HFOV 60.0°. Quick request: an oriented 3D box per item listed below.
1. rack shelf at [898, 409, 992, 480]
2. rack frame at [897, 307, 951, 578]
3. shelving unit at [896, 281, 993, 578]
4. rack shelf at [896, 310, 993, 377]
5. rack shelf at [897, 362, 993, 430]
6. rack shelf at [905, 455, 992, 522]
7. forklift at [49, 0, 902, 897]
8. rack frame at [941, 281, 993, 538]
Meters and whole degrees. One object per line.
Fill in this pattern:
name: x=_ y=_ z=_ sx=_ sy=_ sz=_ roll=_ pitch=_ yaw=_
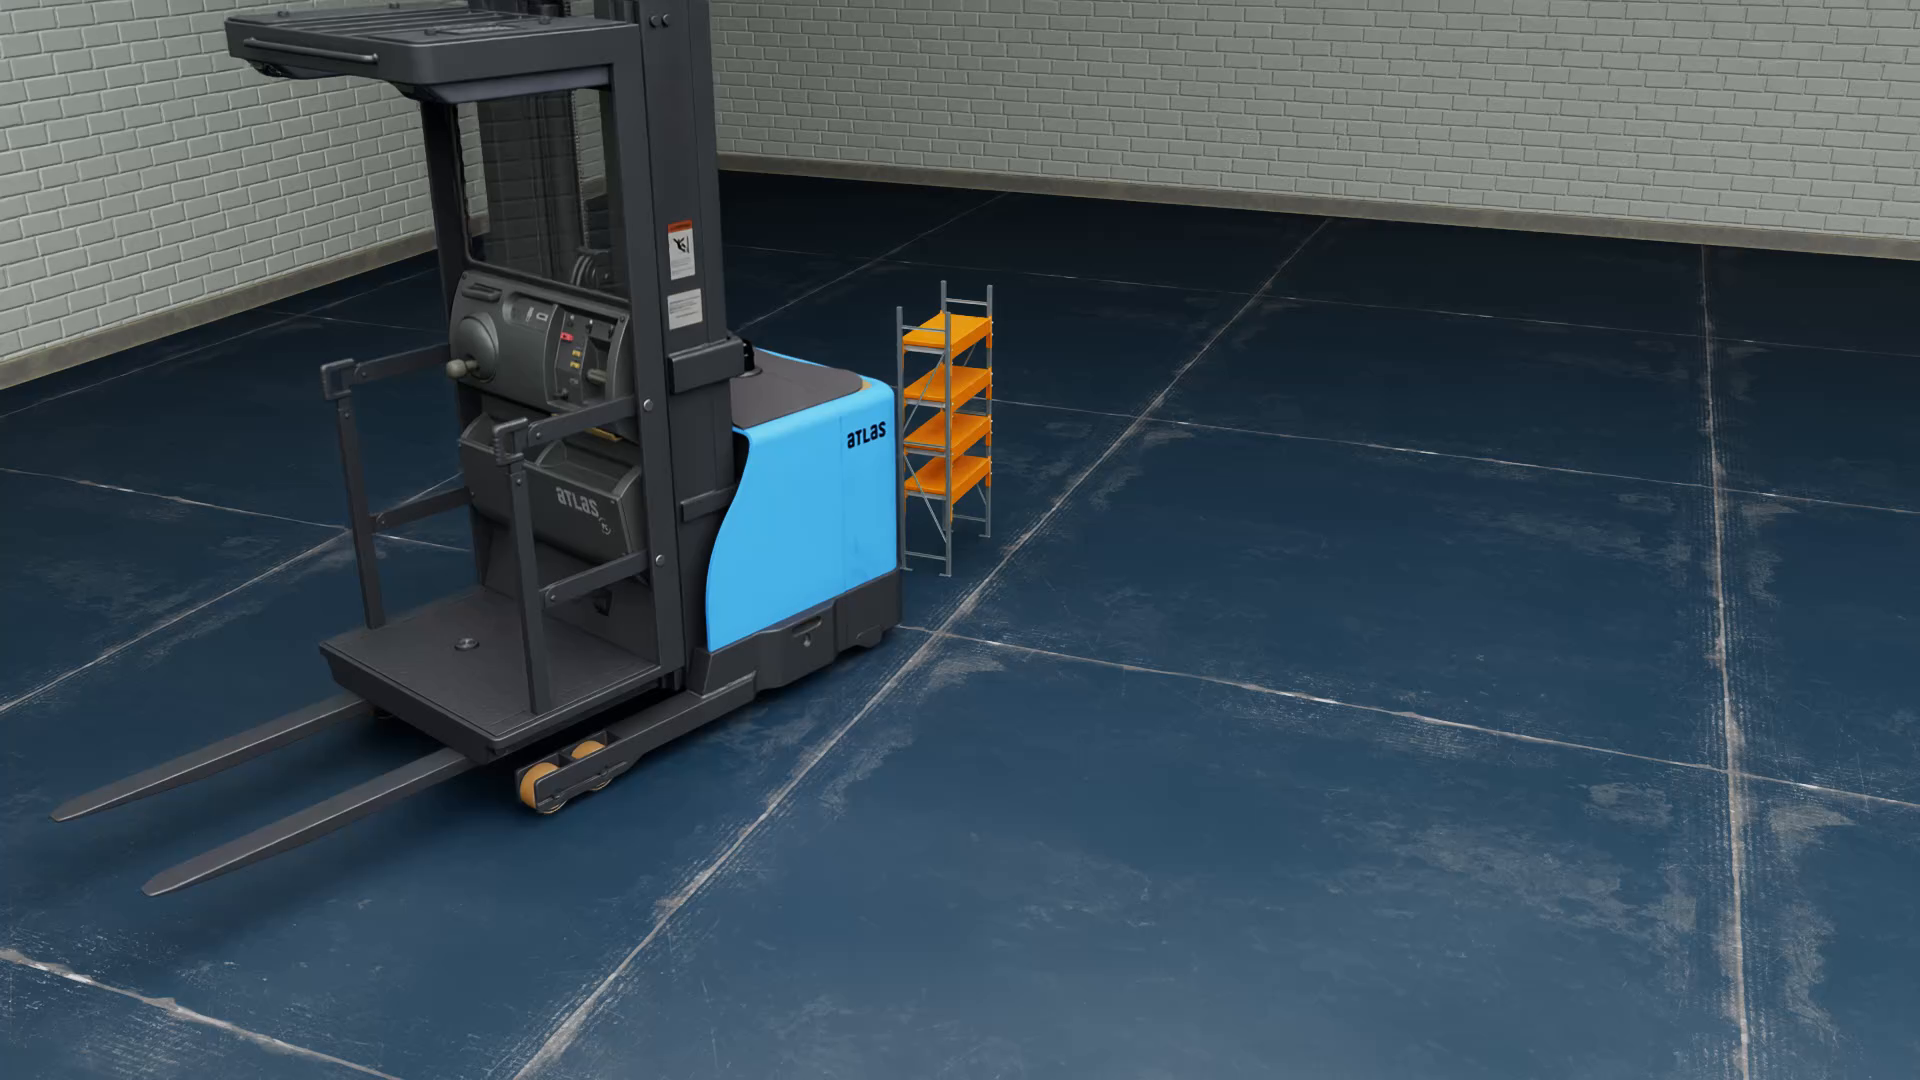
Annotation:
rack shelf: x=-0.061 y=-0.432 z=7.403 sx=0.258 sy=0.148 sz=0.480 roll=9 pitch=24 yaw=20
rack frame: x=-0.152 y=-0.407 z=7.168 sx=0.240 sy=1.200 sz=0.015 roll=9 pitch=24 yaw=20
shelving unit: x=-0.061 y=-0.494 z=7.377 sx=0.258 sy=1.200 sz=0.503 roll=9 pitch=24 yaw=20
rack shelf: x=-0.062 y=-0.857 z=7.225 sx=0.258 sy=0.148 sz=0.480 roll=9 pitch=24 yaw=20
rack shelf: x=-0.061 y=-0.639 z=7.317 sx=0.258 sy=0.148 sz=0.480 roll=9 pitch=24 yaw=20
rack shelf: x=-0.061 y=-0.249 z=7.479 sx=0.258 sy=0.148 sz=0.480 roll=9 pitch=24 yaw=20
forklift: x=-1.579 y=-0.657 z=5.520 sx=1.130 sy=2.935 sz=3.031 roll=18 pitch=29 yaw=37
rack frame: x=0.029 y=-0.582 z=7.586 sx=0.240 sy=1.200 sz=0.015 roll=9 pitch=24 yaw=20
